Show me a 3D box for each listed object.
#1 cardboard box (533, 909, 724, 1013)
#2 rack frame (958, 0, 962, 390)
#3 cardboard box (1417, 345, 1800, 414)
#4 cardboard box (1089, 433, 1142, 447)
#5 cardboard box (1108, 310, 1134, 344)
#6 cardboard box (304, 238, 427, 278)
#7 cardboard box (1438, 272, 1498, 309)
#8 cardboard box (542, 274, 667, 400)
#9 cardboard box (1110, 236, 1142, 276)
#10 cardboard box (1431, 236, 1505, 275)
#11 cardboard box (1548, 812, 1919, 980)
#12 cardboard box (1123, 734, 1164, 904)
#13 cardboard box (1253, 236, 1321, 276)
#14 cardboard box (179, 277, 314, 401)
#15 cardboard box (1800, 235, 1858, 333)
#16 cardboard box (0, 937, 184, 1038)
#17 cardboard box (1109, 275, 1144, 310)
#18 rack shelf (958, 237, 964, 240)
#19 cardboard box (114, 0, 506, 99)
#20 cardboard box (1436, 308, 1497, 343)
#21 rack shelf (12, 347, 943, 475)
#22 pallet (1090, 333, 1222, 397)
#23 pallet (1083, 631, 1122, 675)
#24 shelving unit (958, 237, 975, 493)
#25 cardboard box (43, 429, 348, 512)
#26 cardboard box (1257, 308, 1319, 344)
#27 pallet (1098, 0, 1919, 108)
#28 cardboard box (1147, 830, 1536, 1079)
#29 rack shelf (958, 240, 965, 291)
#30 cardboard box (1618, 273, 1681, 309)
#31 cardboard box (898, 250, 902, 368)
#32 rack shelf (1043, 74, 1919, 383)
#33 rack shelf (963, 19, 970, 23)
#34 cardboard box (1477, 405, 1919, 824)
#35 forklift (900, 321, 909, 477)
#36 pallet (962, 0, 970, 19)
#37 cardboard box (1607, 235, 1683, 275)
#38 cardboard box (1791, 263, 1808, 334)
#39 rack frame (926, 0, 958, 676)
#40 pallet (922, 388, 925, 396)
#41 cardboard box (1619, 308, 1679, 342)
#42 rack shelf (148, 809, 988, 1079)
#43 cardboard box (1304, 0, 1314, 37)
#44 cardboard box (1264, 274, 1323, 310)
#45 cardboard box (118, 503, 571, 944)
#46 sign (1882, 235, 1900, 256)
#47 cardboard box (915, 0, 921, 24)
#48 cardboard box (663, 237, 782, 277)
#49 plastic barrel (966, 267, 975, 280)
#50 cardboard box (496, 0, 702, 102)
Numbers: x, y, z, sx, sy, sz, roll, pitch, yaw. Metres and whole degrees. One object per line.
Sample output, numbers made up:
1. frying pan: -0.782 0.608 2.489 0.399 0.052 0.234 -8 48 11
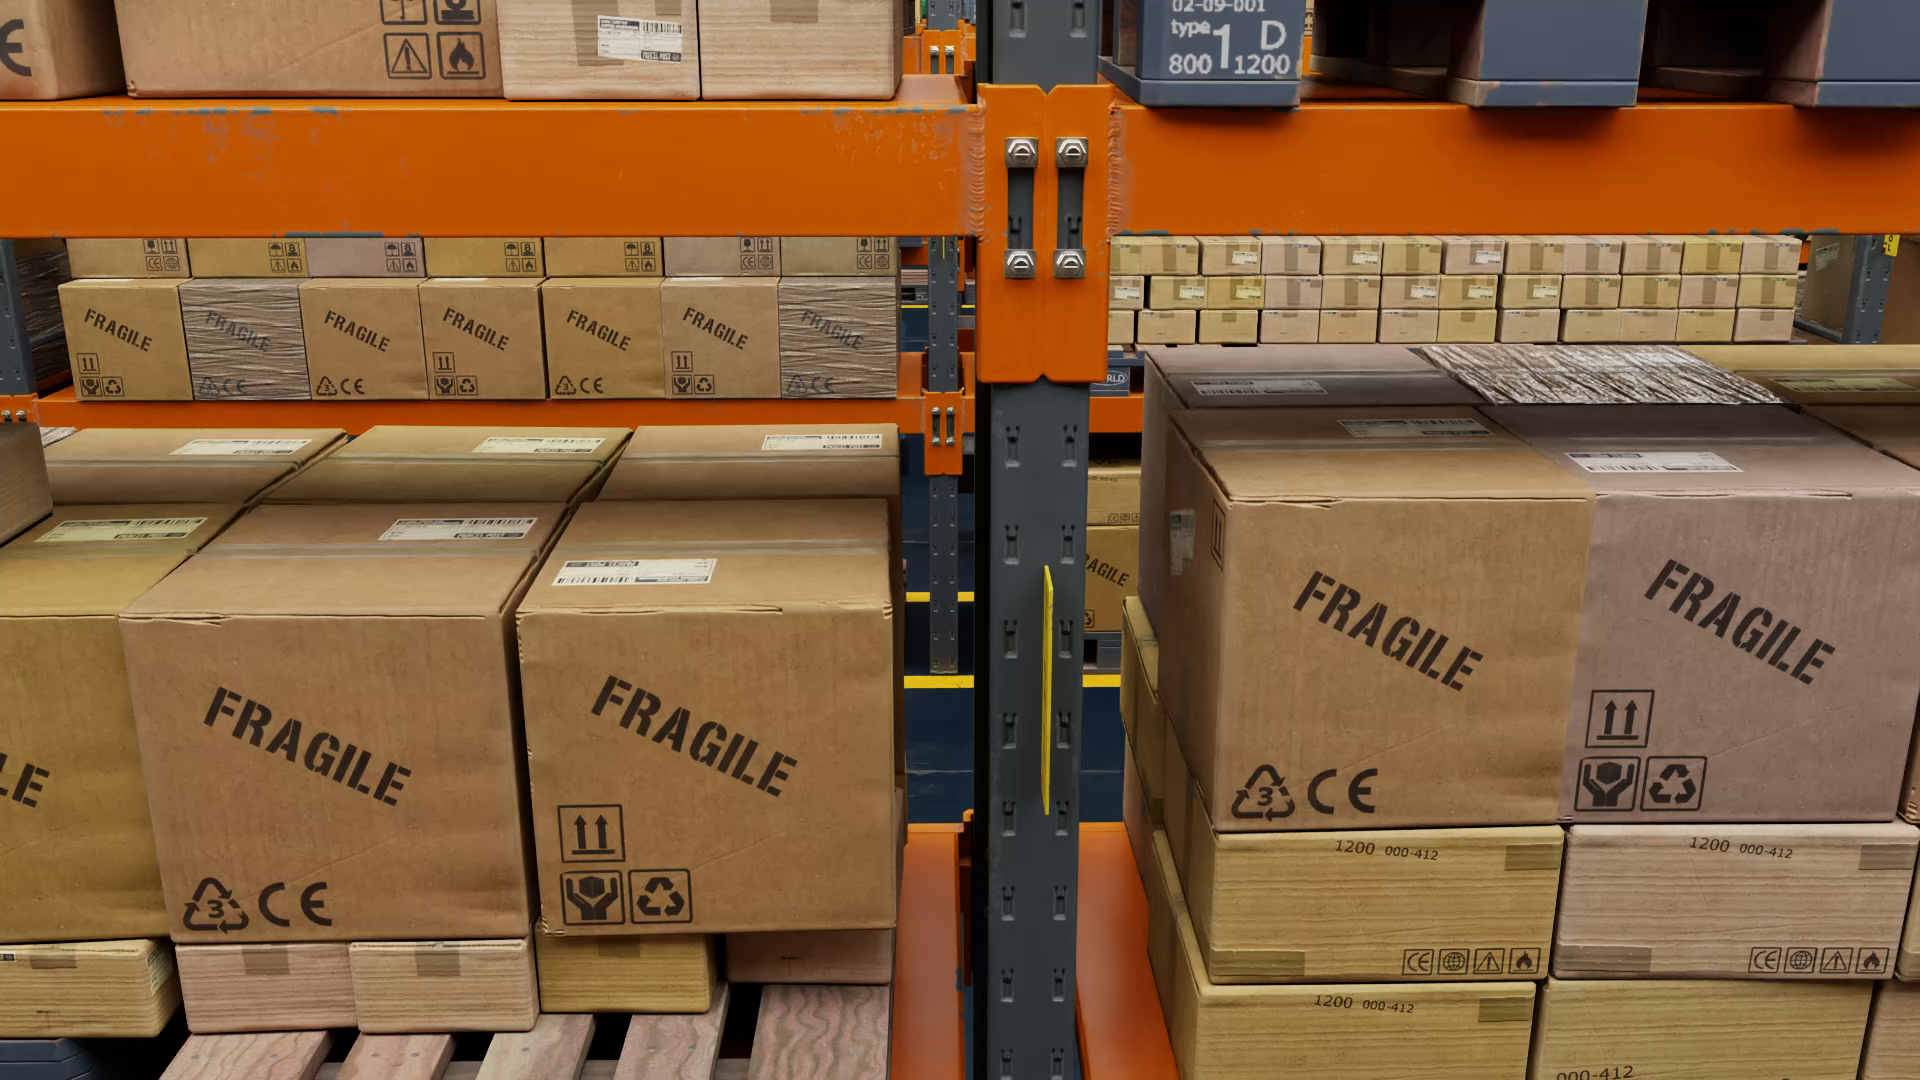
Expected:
1. cardboard box: -0.492 0.567 2.593 0.250 0.149 0.380 0 18 0
2. rack frame: -0.058 -2.476 12.355 0.127 3.000 1.000 0 18 -1
3. cardboard box: 1.124 -0.060 3.025 0.500 0.500 0.500 0 18 0
4. cardboard box: 0.599 -0.411 8.095 0.500 0.250 0.500 -1 18 -2
5. cardboard box: 0.638 -0.983 7.424 0.250 0.149 0.380 1 18 2
6. cardboard box: -2.564 -1.475 7.433 0.500 0.500 0.700 0 18 0
7. cardboard box: 2.206 -1.132 7.403 0.250 0.149 0.380 0 18 -1
8. cardboard box: -1.525 -0.920 7.340 0.500 0.500 0.500 -1 18 -2
9. cardboard box: 0.653 -1.269 7.344 0.250 0.149 0.380 -1 18 -2
10. cardboard box: 2.217 -1.276 7.364 0.250 0.149 0.380 -1 18 -3
11. cardboard box: 1.126 0.455 2.646 0.500 0.250 0.500 0 18 0
12. cardboard box: 0.600 0.540 3.198 0.500 0.250 0.500 -1 18 -3
13. cardboard box: 1.434 -1.272 7.353 0.250 0.149 0.380 1 18 2
14. cardboard box: -3.045 -0.912 7.316 0.500 0.500 0.500 0 18 0
15. cardboard box: 4.398 -1.258 7.907 0.500 0.500 0.500 0 18 -1
16. cardboard box: -1.270 0.586 2.532 0.250 0.149 0.380 0 18 0
17. cardboard box: 0.677 -1.126 7.382 0.250 0.149 0.380 1 18 2
18. rack shelf: 0.166 -1.654 9.020 0.480 0.518 0.431 0 18 -1
19. cardboard box: -0.849 -0.924 2.442 0.500 0.500 0.700 0 18 -1
20. cardboard box: 2.222 -0.991 7.449 0.250 0.149 0.380 0 18 2
21. rack shelf: -2.080 -0.608 7.711 4.000 0.370 1.077 0 18 -1
22. pallet: 0.630 -0.905 7.773 1.003 0.211 1.213 0 18 -1
23. pallet: 0.701 0.364 8.068 1.213 0.211 1.003 0 18 -1
24. shelving unit: 0.166 -1.001 9.229 0.503 2.100 0.431 0 18 -1
25. cardboard box: -1.407 0.102 2.980 0.500 0.500 0.500 0 18 0
26. cardboard box: 1.444 -0.988 7.440 0.250 0.149 0.380 0 18 1
27. pallet: 0.741 -0.807 2.551 1.003 0.211 1.213 1 18 2
28. cardboard box: 0.592 0.697 2.711 0.500 0.250 0.500 -1 18 -2
29. rack shelf: 1.942 -2.143 12.495 4.000 0.370 1.077 0 18 -1
30. cardboard box: 3.013 -1.138 7.420 0.250 0.149 0.380 0 18 2
31. cardboard box: -0.534 -1.089 7.867 0.500 0.500 0.500 0 18 0
32. rack shelf: 2.098 -0.545 2.602 4.000 0.370 1.077 0 18 -1
33. rack shelf: 1.864 -5.084 16.753 4.000 0.370 1.077 0 18 -1
34. cardboard box: 1.091 0.094 2.543 0.500 0.500 0.500 0 18 -1
35. forklift: -1.731 -1.965 10.874 3.031 2.935 1.130 17 24 42
36. pallet: 0.630 -5.301 16.560 1.213 0.211 1.003 0 18 -1
37. cardboard box: 2.994 -1.280 7.376 0.250 0.149 0.380 -1 18 -3
38. cardboard box: 6.393 -1.671 12.637 0.875 0.875 0.875 0 18 -1
39. rack frame: -0.081 -0.961 7.632 0.127 3.000 1.000 0 18 -1
40. pallet: -0.839 -1.145 12.771 1.213 0.211 1.003 0 18 -1
41. cardboard box: 3.016 -0.996 7.465 0.250 0.149 0.380 0 18 -1
42. rack shelf: -1.901 0.903 3.000 4.000 0.370 1.077 0 18 -1
43. cardboard box: 1.494 -2.367 6.940 0.500 0.500 0.500 0 18 -1
44. cardboard box: 1.445 -1.130 7.397 0.250 0.149 0.380 0 18 -1
45. cardboard box: -0.868 0.254 2.506 0.500 0.500 0.500 -1 18 -2
46. sign: 3.931 -1.362 6.986 0.005 0.325 0.100 0 18 -1
47. cardboard box: -0.529 -3.756 11.679 0.500 0.250 0.500 0 18 -1
48. cardboard box: -1.035 -1.482 7.457 0.500 0.500 0.700 -1 18 -2
49. plastic barrel: 0.353 -3.163 17.362 0.708 0.830 0.600 0 18 -1
50. cardboard box: -0.462 -0.689 2.284 0.250 0.149 0.380 0 18 -1
